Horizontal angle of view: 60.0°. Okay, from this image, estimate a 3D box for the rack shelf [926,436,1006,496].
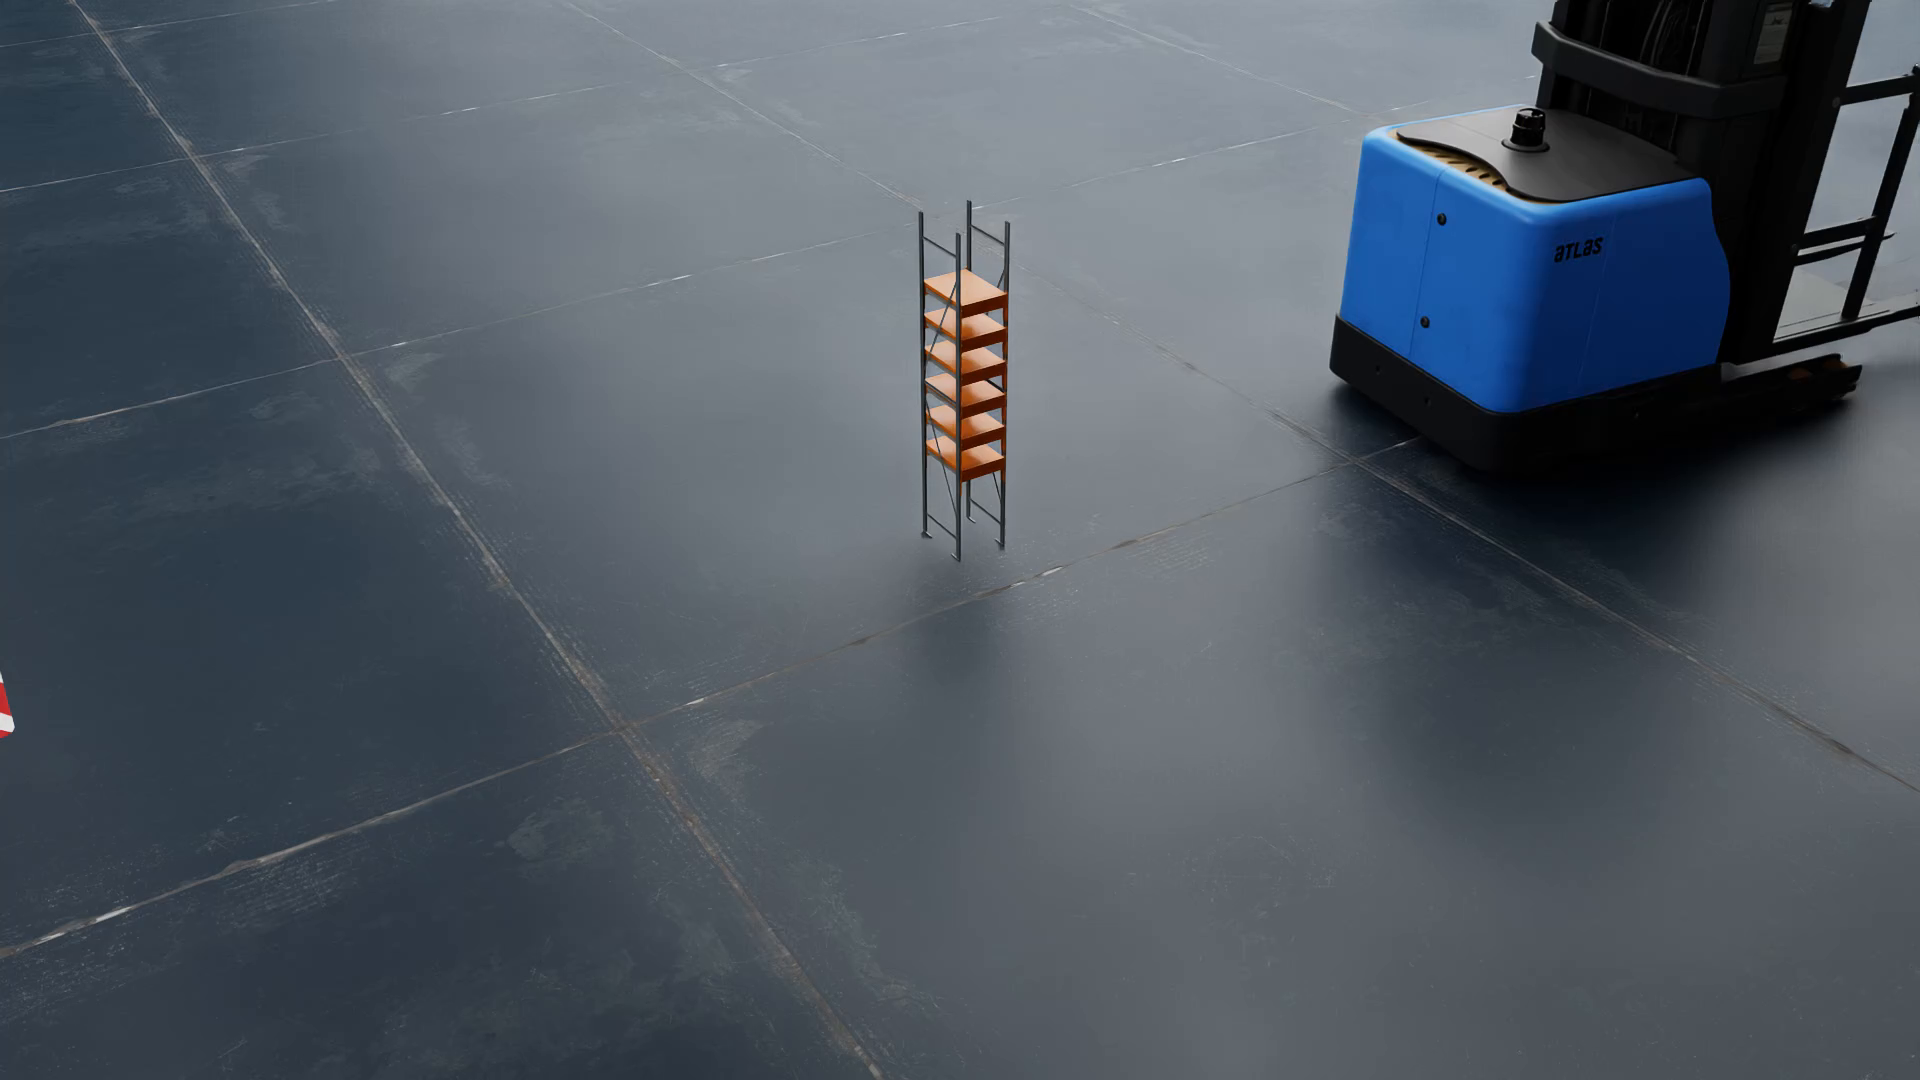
[{"bbox_3d":[0.012,-0.271,5.710,0.180,0.103,0.258,-19,37,-27],"label":"rack shelf"}]

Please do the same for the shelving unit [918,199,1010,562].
[{"bbox_3d":[0.012,-0.512,5.558,0.189,1.200,0.258,-19,37,-27],"label":"shelving unit"}]

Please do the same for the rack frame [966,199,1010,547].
[{"bbox_3d":[0.089,-0.538,5.600,0.006,1.200,0.240,-19,37,-27],"label":"rack frame"}]

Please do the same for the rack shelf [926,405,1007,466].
[{"bbox_3d":[0.012,-0.373,5.646,0.180,0.103,0.258,-19,37,-27],"label":"rack shelf"}]

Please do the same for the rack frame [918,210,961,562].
[{"bbox_3d":[-0.065,-0.485,5.516,0.006,1.200,0.240,-19,37,-27],"label":"rack frame"}]

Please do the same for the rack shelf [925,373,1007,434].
[{"bbox_3d":[0.012,-0.474,5.582,0.180,0.103,0.258,-19,37,-27],"label":"rack shelf"}]

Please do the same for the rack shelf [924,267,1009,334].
[{"bbox_3d":[0.012,-0.779,5.390,0.180,0.103,0.258,-19,37,-27],"label":"rack shelf"}]

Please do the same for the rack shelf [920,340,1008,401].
[{"bbox_3d":[0.012,-0.576,5.518,0.180,0.103,0.258,-19,37,-27],"label":"rack shelf"}]

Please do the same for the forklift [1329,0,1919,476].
[{"bbox_3d":[3.083,-2.001,6.297,3.031,2.935,1.130,-14,35,-21],"label":"forklift"}]

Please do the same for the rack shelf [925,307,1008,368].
[{"bbox_3d":[0.012,-0.677,5.454,0.180,0.103,0.258,-19,37,-27],"label":"rack shelf"}]
